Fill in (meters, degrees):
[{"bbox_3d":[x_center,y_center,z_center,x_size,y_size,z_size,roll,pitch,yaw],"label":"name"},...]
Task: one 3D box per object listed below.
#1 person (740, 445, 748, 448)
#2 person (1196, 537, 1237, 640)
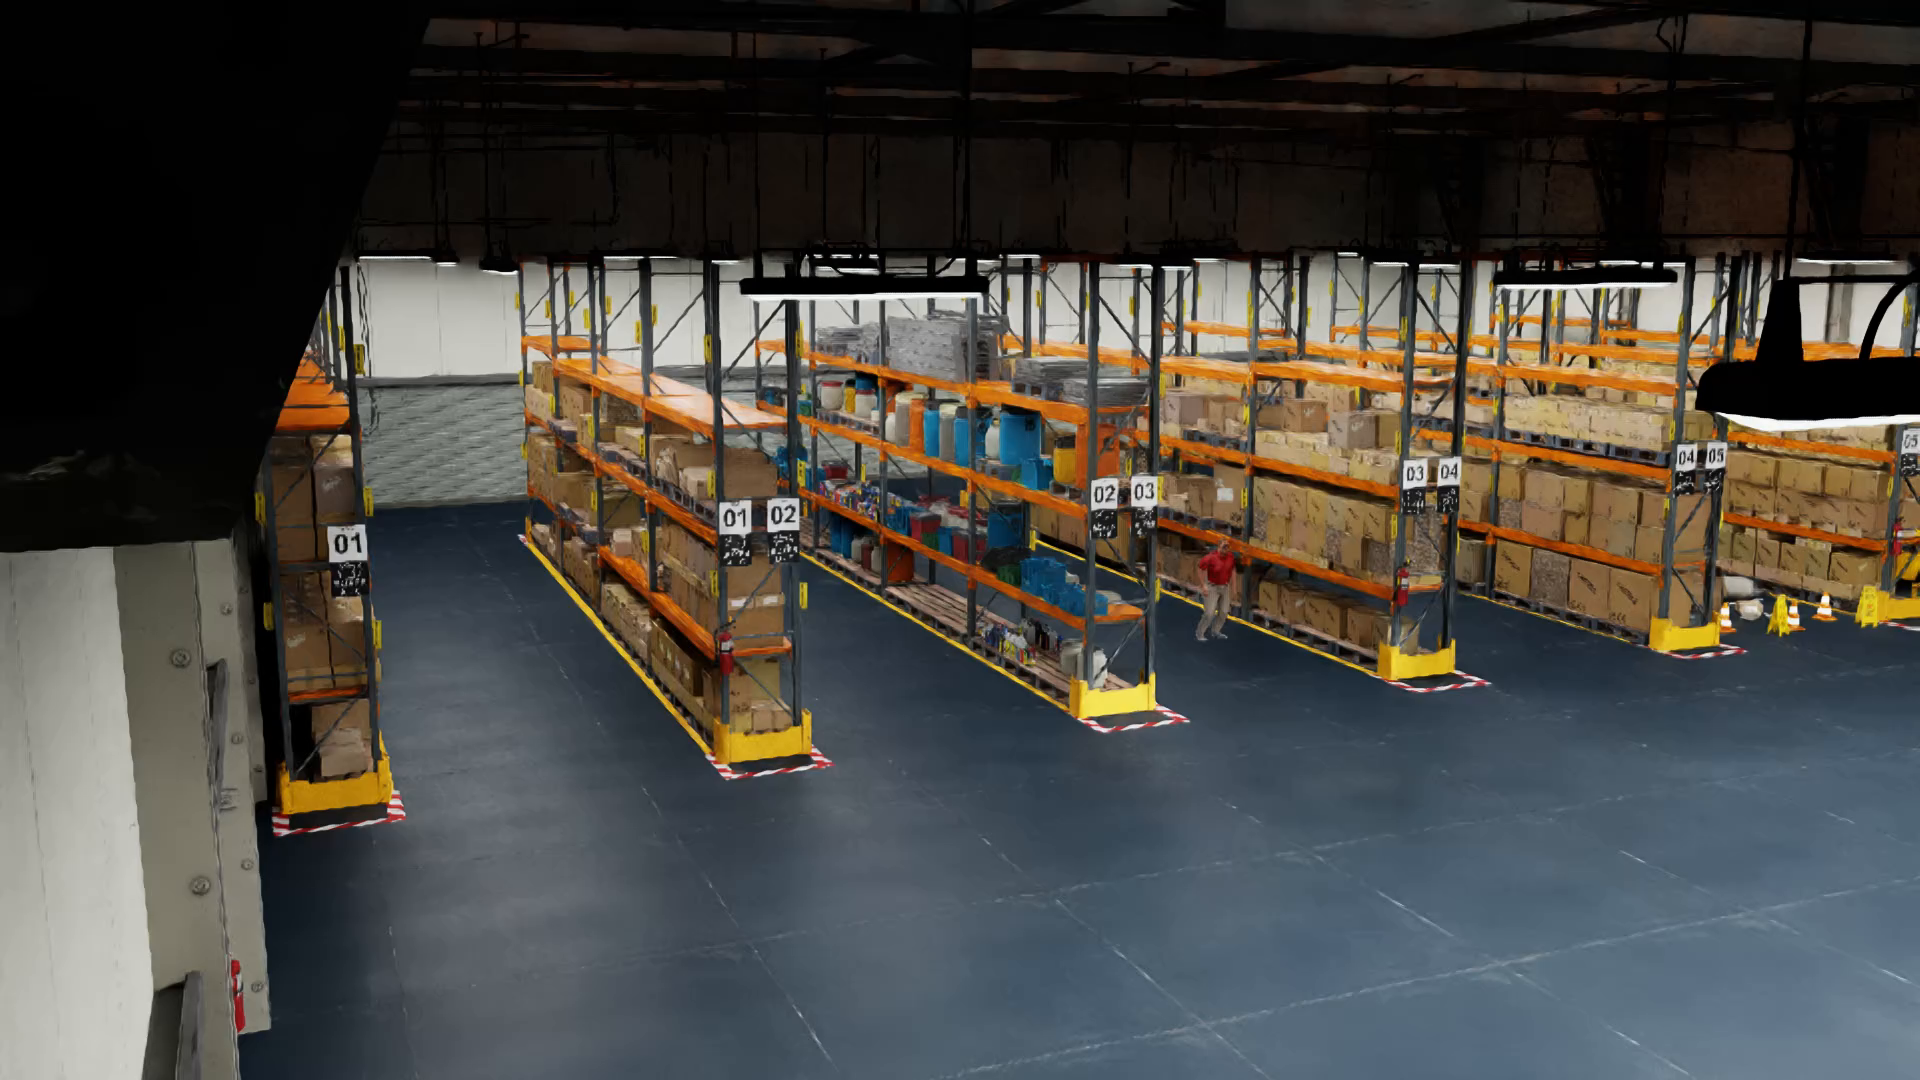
[{"bbox_3d":[-4.779,-1.323,37.633,0.485,1.668,0.466,8,13,38],"label":"person"},{"bbox_3d":[4.053,0.764,26.243,0.682,1.675,0.521,-5,11,-24],"label":"person"}]
